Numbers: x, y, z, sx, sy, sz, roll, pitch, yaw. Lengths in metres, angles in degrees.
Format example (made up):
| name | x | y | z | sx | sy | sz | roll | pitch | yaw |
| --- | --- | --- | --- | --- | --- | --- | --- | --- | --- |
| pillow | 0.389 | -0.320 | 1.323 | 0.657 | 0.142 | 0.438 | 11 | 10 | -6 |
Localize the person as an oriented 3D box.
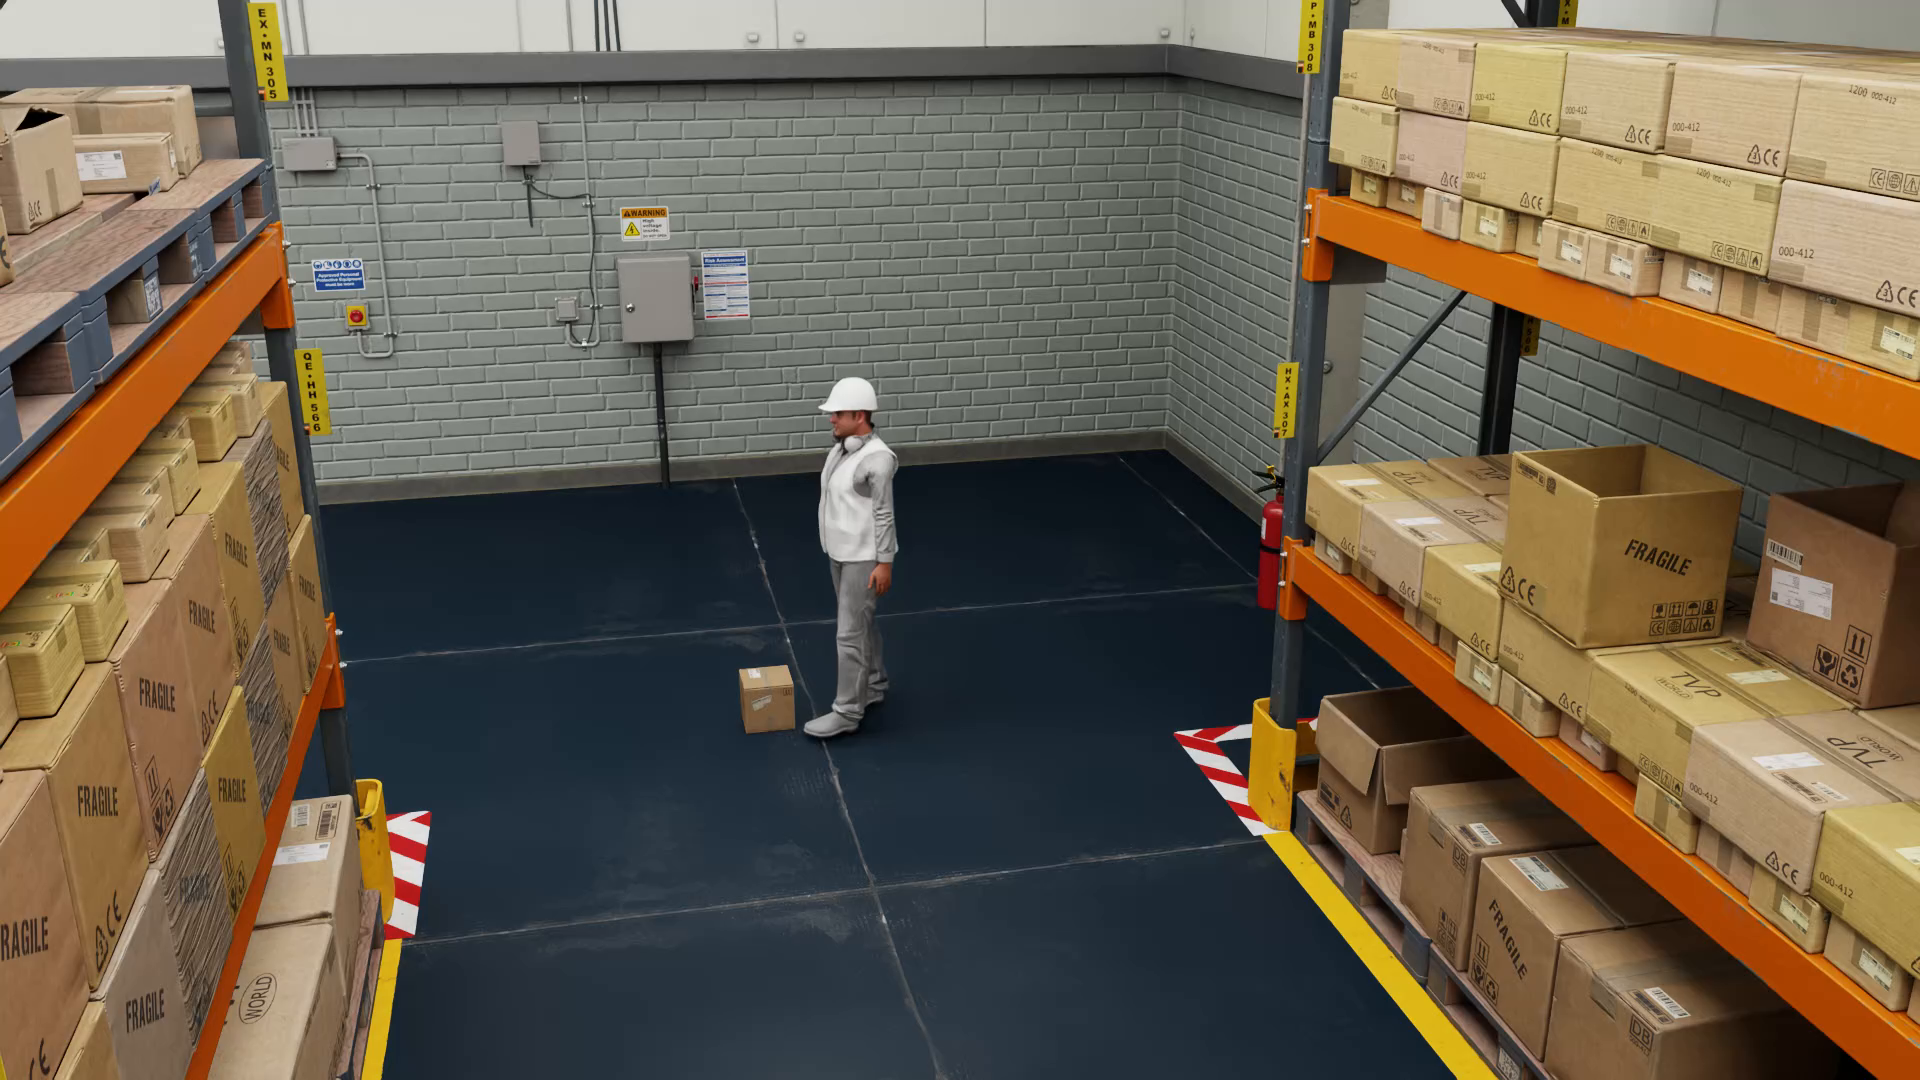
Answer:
| name | x | y | z | sx | sy | sz | roll | pitch | yaw |
| --- | --- | --- | --- | --- | --- | --- | --- | --- | --- |
| person | -0.594 | 0.072 | 8.312 | 0.590 | 1.774 | 0.565 | -9 | 21 | -24 |
